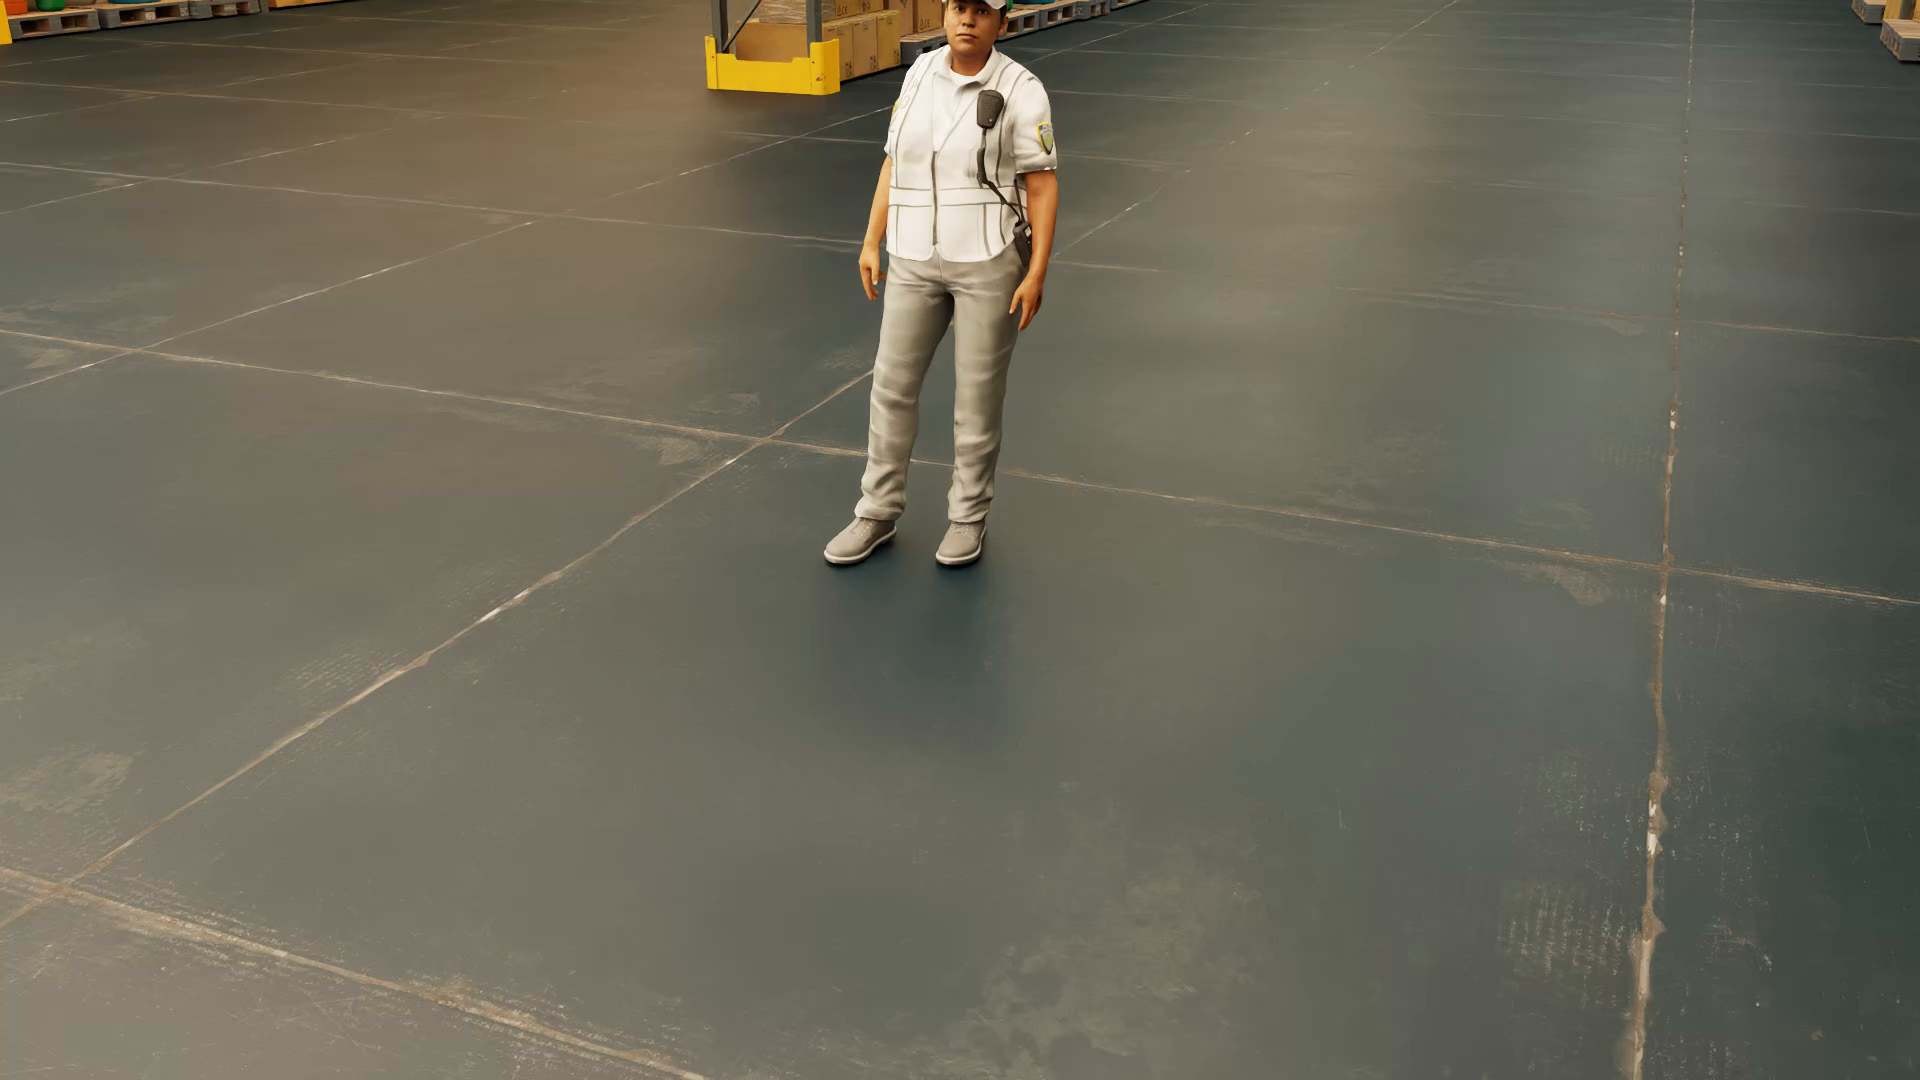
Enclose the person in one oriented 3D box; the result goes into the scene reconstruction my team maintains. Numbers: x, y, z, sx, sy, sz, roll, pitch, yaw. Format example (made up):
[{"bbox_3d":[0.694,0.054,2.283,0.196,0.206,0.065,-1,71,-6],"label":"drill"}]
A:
[{"bbox_3d":[-0.050,-0.751,4.712,0.598,1.670,0.529,9,24,21],"label":"person"}]
